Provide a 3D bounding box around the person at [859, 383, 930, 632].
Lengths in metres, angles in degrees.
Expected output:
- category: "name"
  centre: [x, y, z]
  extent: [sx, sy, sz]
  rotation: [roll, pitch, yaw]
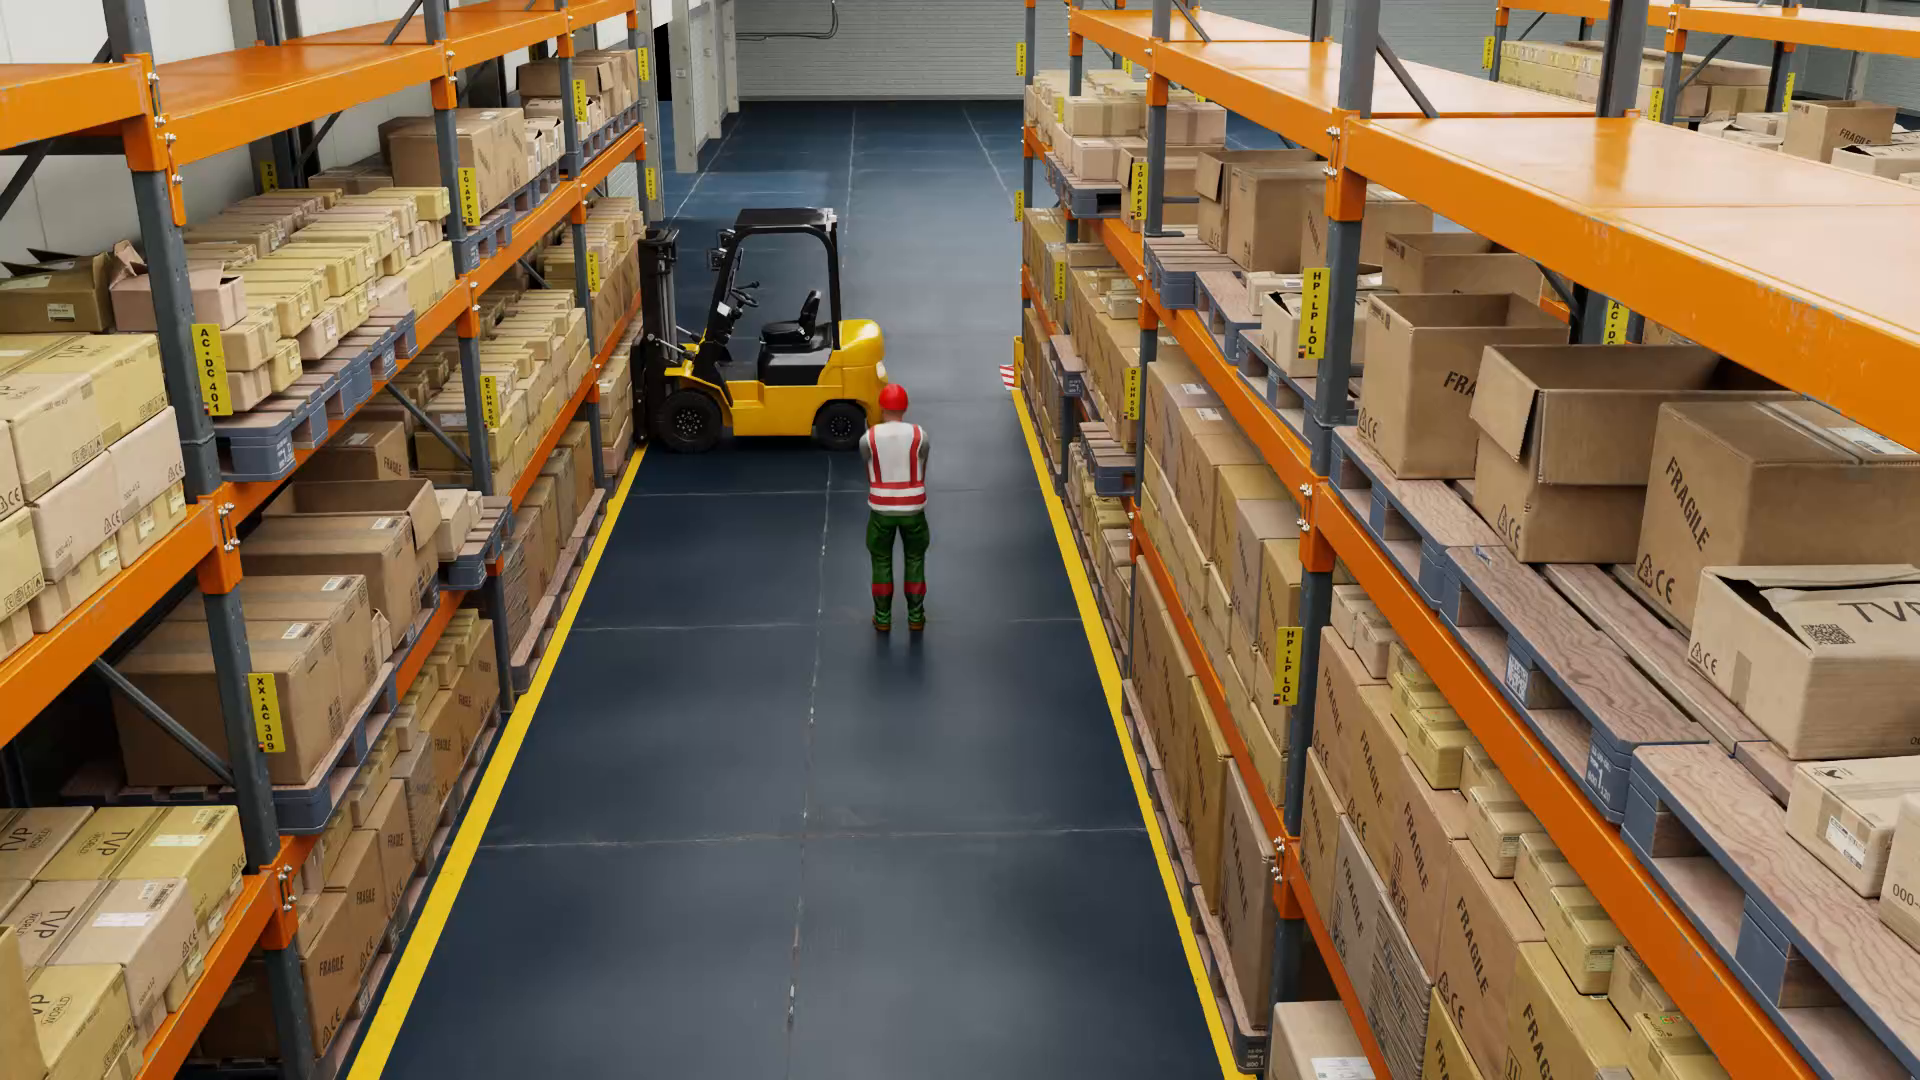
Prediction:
- category: "person"
  centre: [-0.457, -0.256, 11.740]
  extent: [0.495, 1.784, 0.560]
  rotation: [-1, 20, -4]
